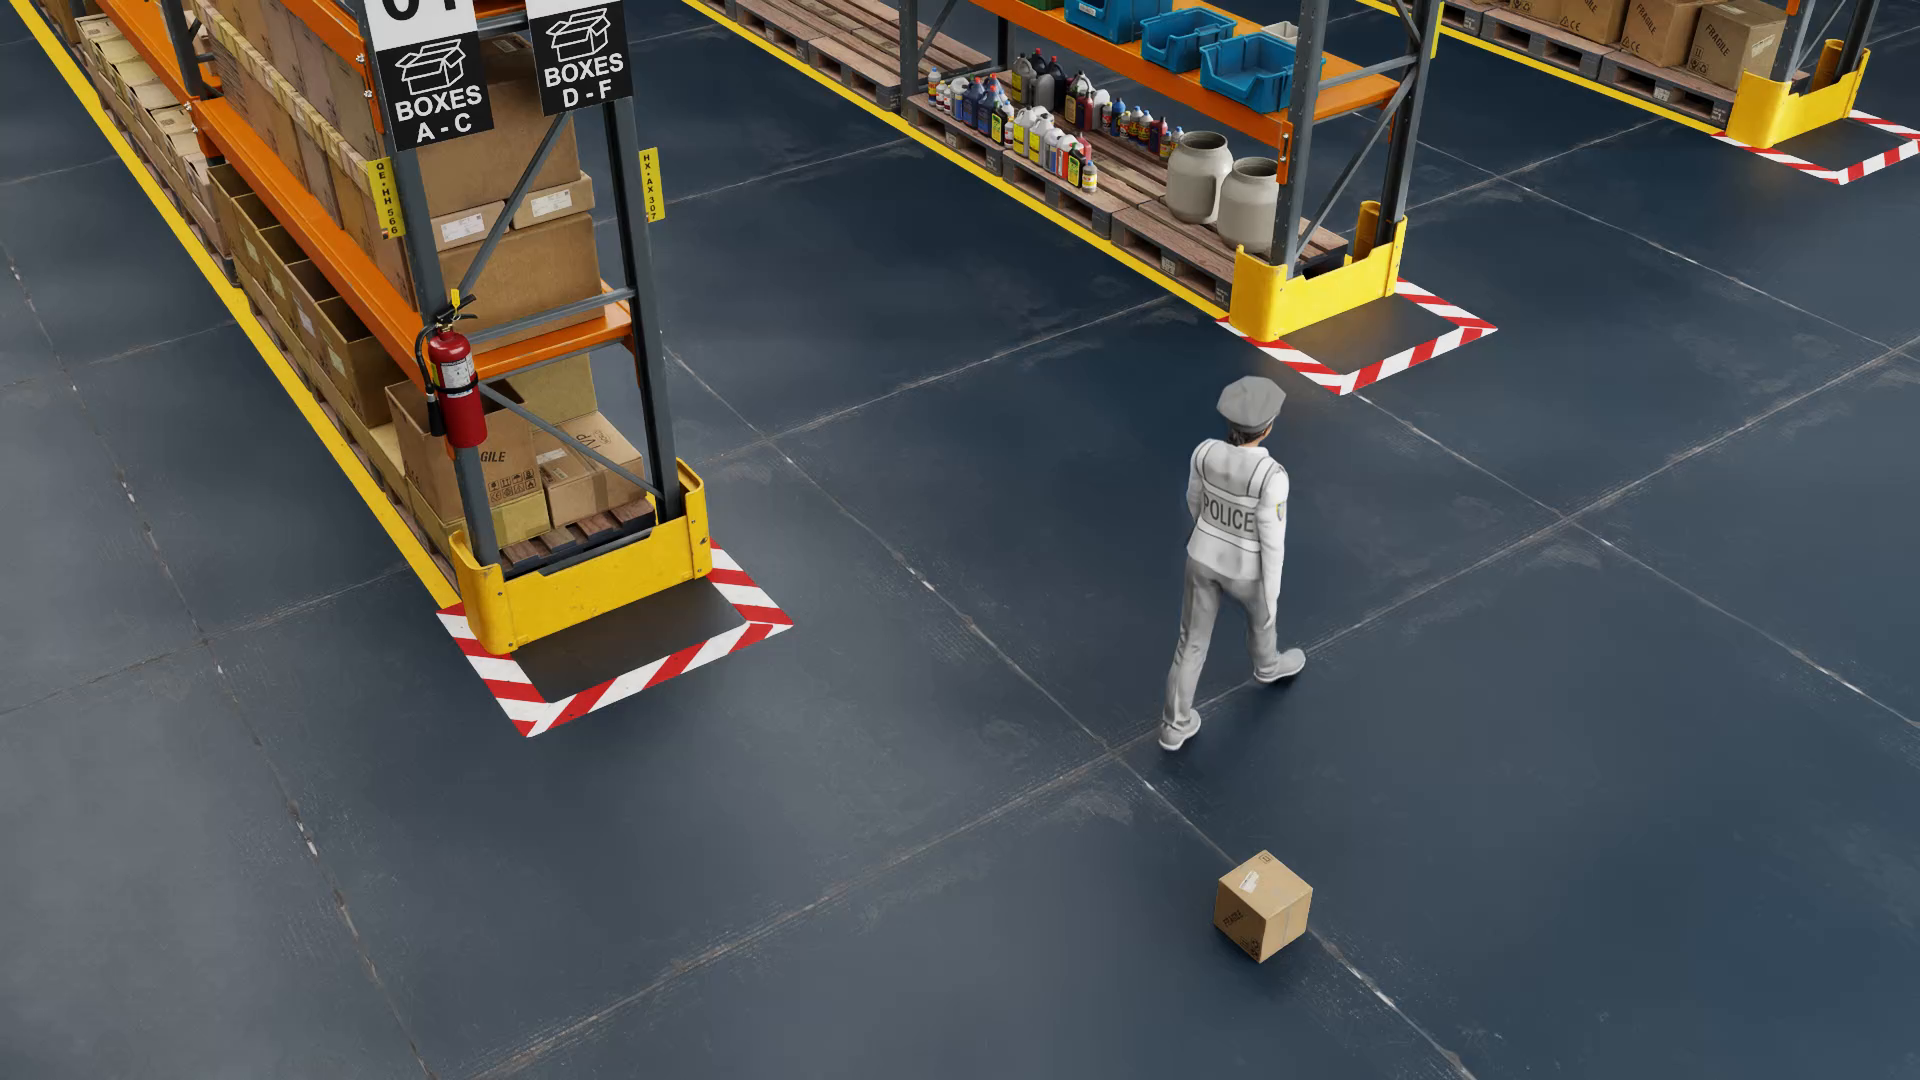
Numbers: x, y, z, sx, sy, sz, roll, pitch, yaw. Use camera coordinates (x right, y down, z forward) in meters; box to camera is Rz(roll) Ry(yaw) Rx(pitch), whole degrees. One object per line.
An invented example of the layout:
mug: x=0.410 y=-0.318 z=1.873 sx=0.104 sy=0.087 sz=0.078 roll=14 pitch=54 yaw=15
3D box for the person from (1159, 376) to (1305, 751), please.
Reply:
person: x=1.162 y=0.048 z=6.894 sx=0.531 sy=1.633 sz=0.908 roll=23 pitch=42 yaw=28
